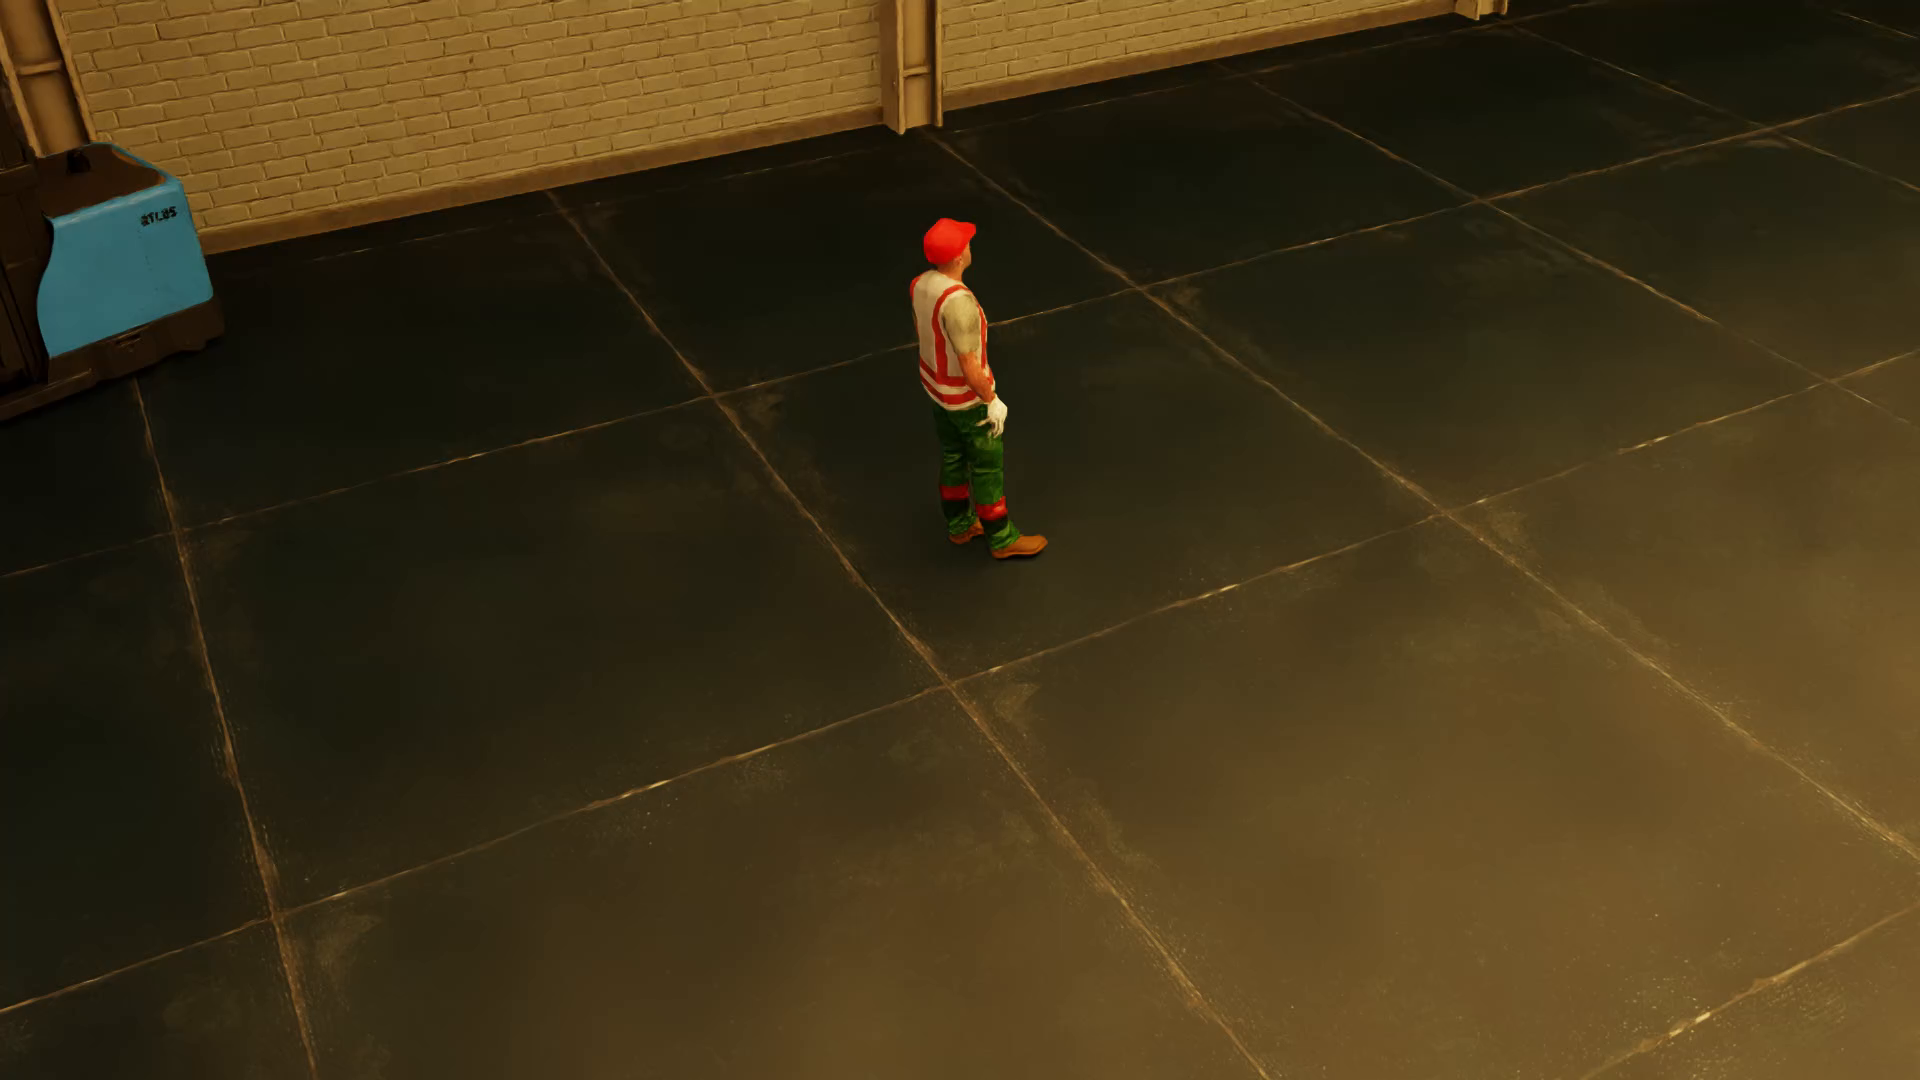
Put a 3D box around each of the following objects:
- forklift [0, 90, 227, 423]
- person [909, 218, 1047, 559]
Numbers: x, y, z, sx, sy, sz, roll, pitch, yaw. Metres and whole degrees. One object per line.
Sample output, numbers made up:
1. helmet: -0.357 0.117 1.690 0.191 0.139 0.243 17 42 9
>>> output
1. forklift: -5.943 -1.997 8.949 1.130 2.935 3.031 27 44 33
2. person: 0.076 -0.752 8.165 0.563 1.787 0.637 -17 39 -23
